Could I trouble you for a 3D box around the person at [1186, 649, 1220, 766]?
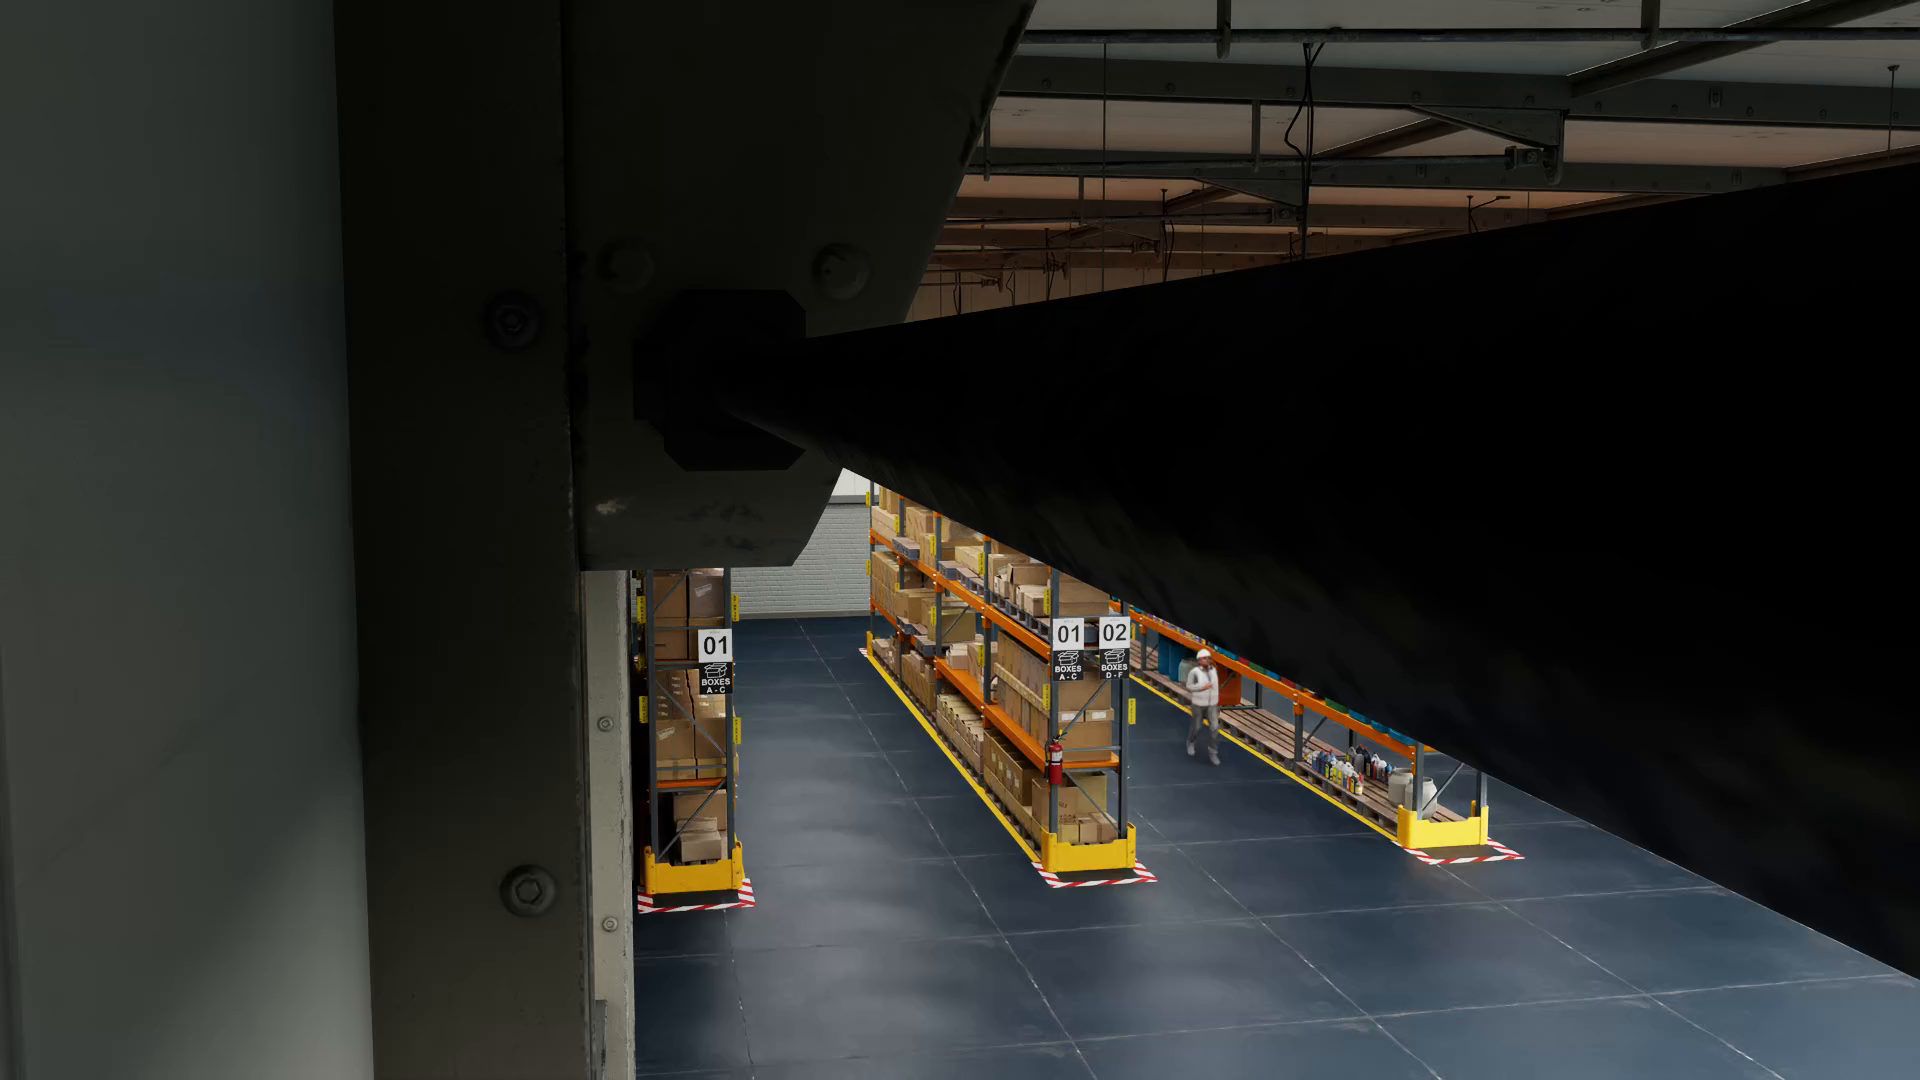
[{"bbox_3d":[3.893,2.645,26.645,0.658,1.826,0.828,-2,6,-16],"label":"person"}]
